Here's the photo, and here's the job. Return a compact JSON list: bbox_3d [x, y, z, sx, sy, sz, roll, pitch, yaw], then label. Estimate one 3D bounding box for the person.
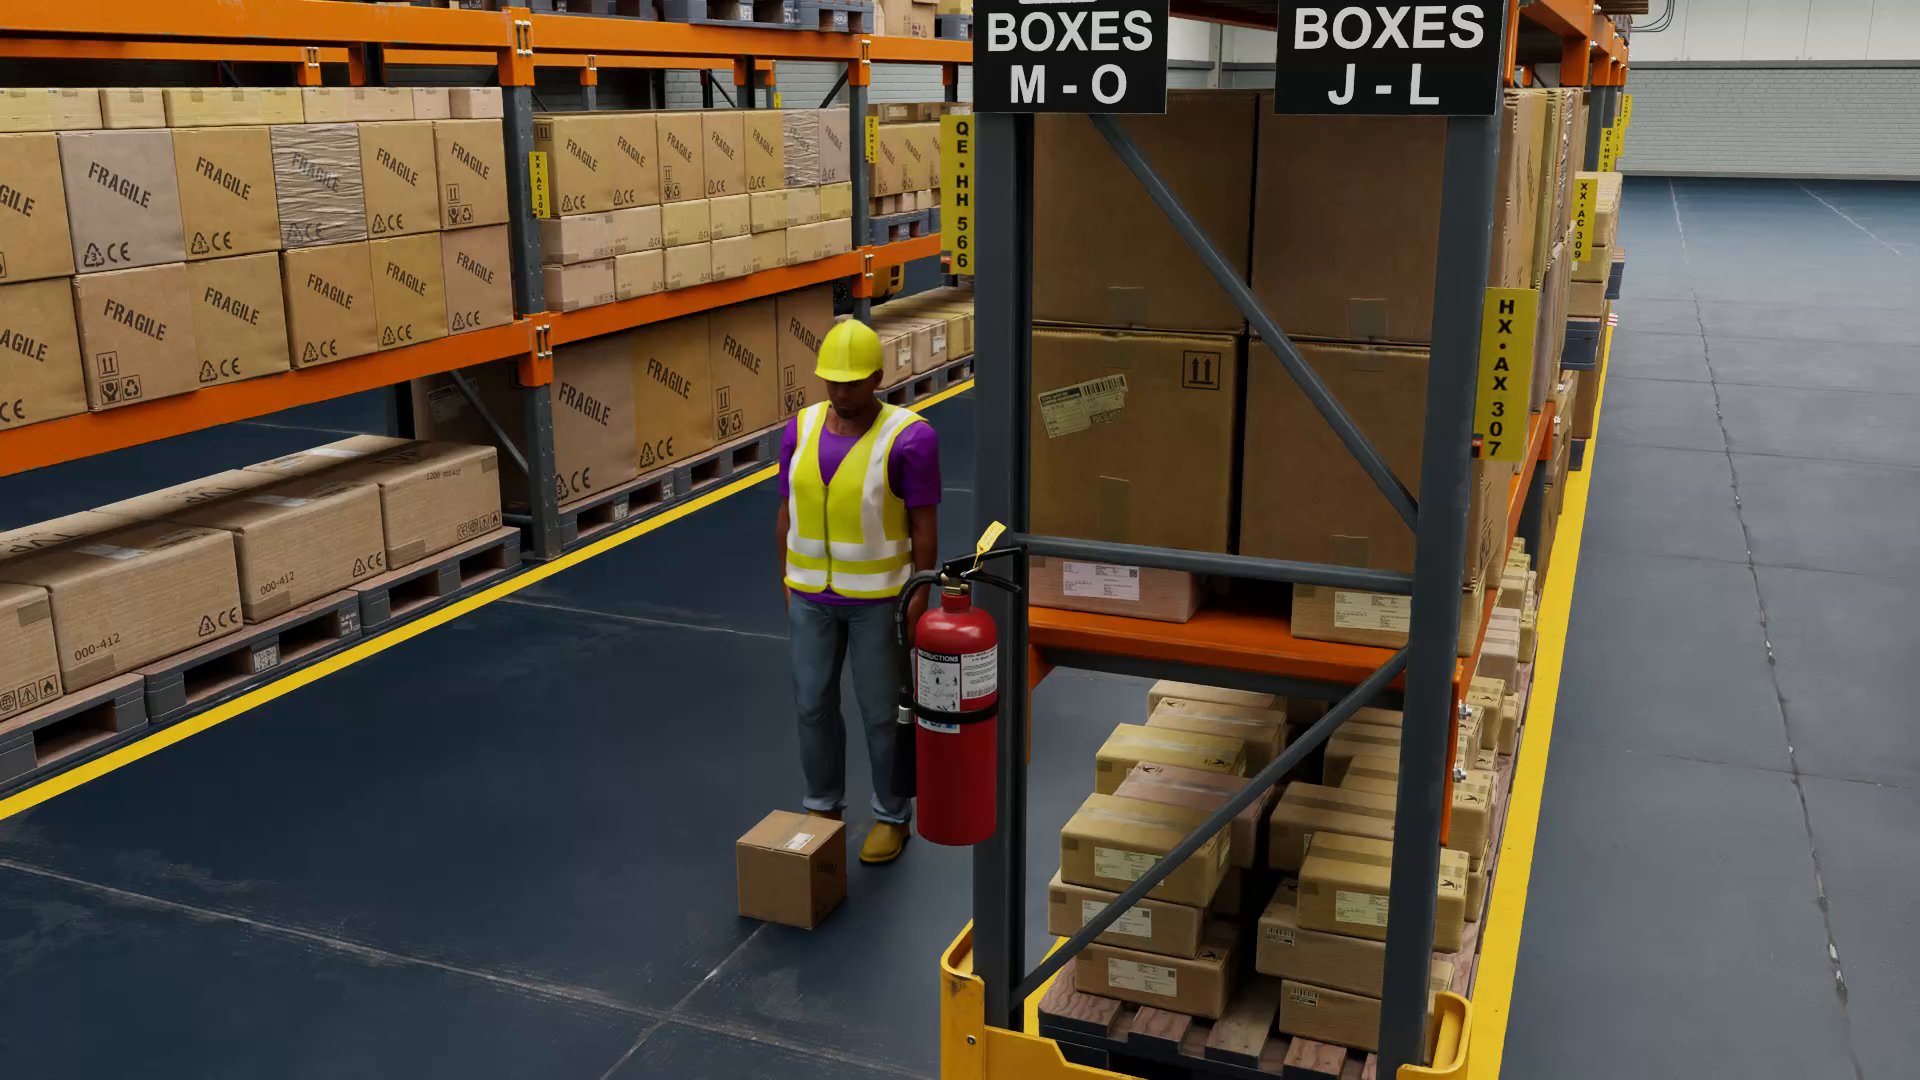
[{"bbox_3d":[-0.340,0.167,5.373,0.566,1.762,0.366,6,16,20],"label":"person"}]
